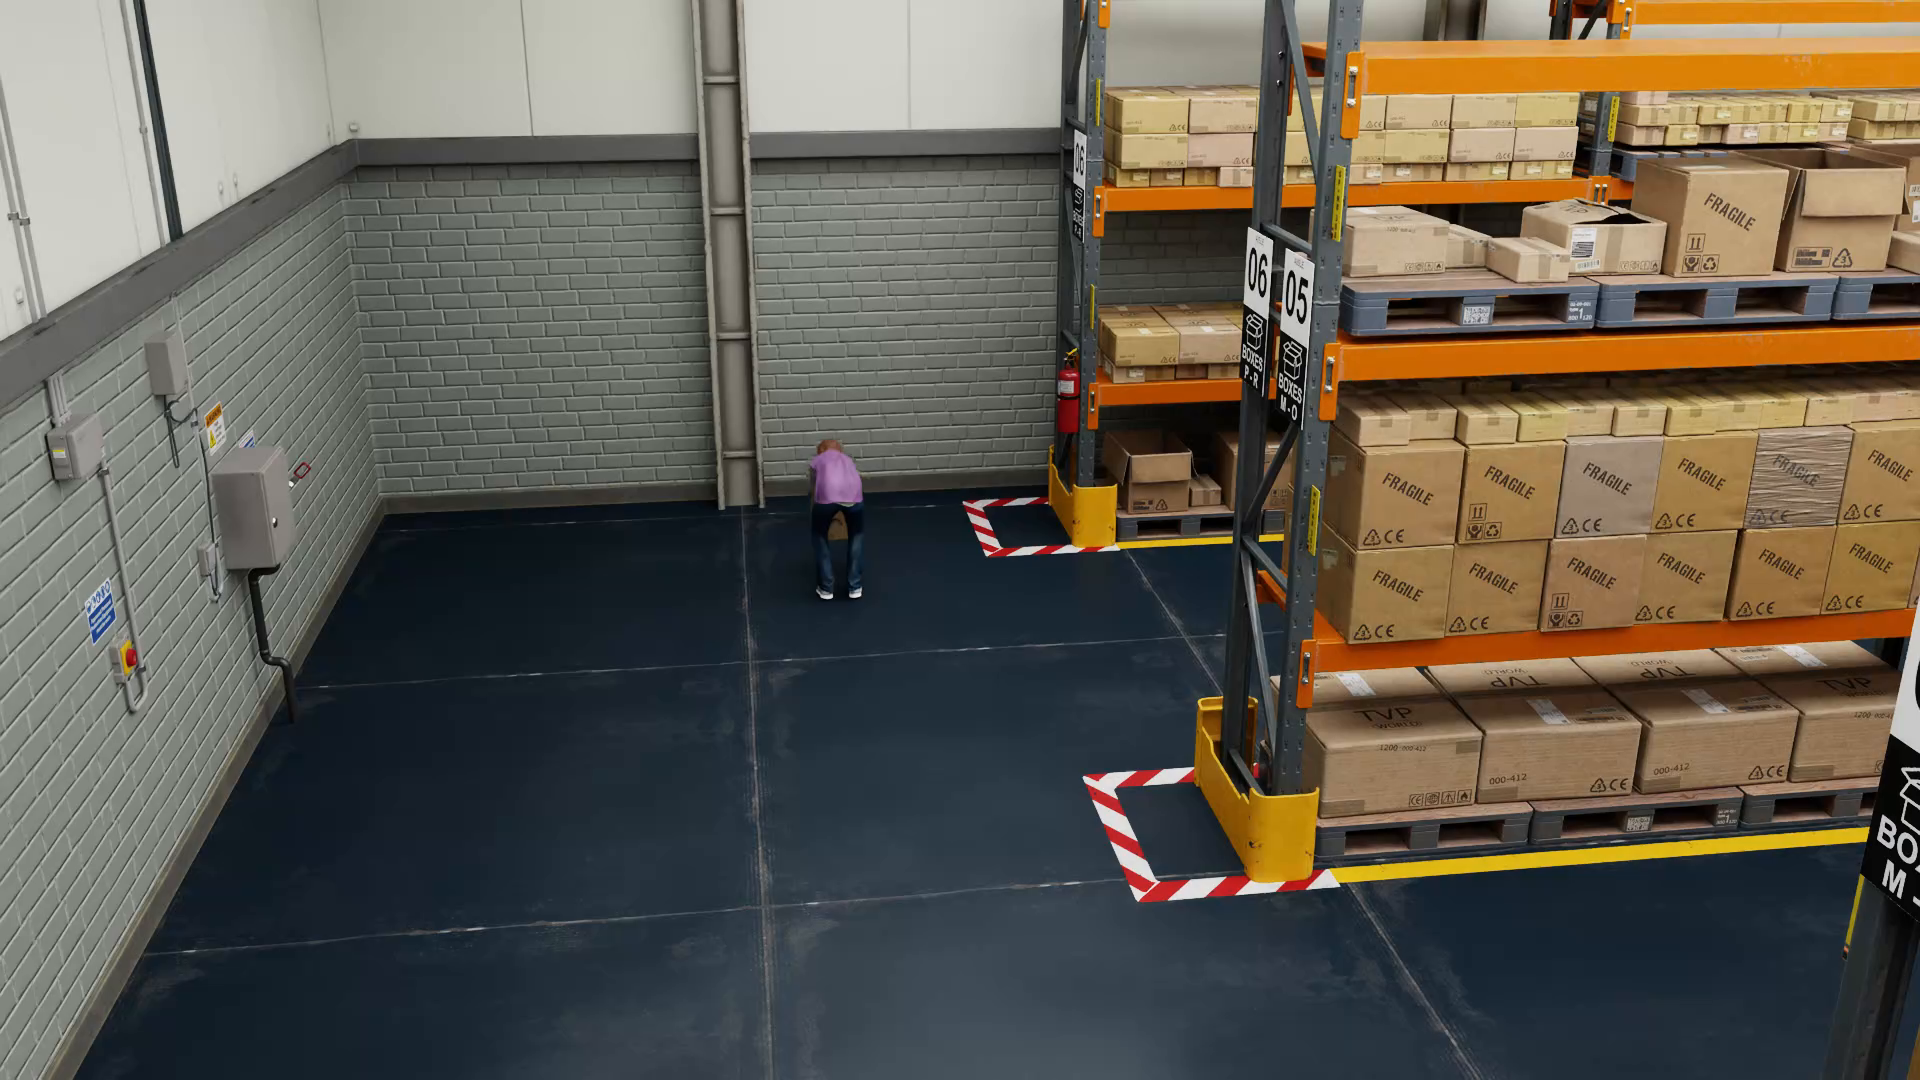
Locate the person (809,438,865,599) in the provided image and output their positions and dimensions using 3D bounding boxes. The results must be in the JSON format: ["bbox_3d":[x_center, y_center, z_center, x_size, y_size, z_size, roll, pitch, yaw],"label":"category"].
[{"bbox_3d":[-0.920,-0.157,12.304,0.389,1.051,0.864,-4,21,-9],"label":"person"}]
